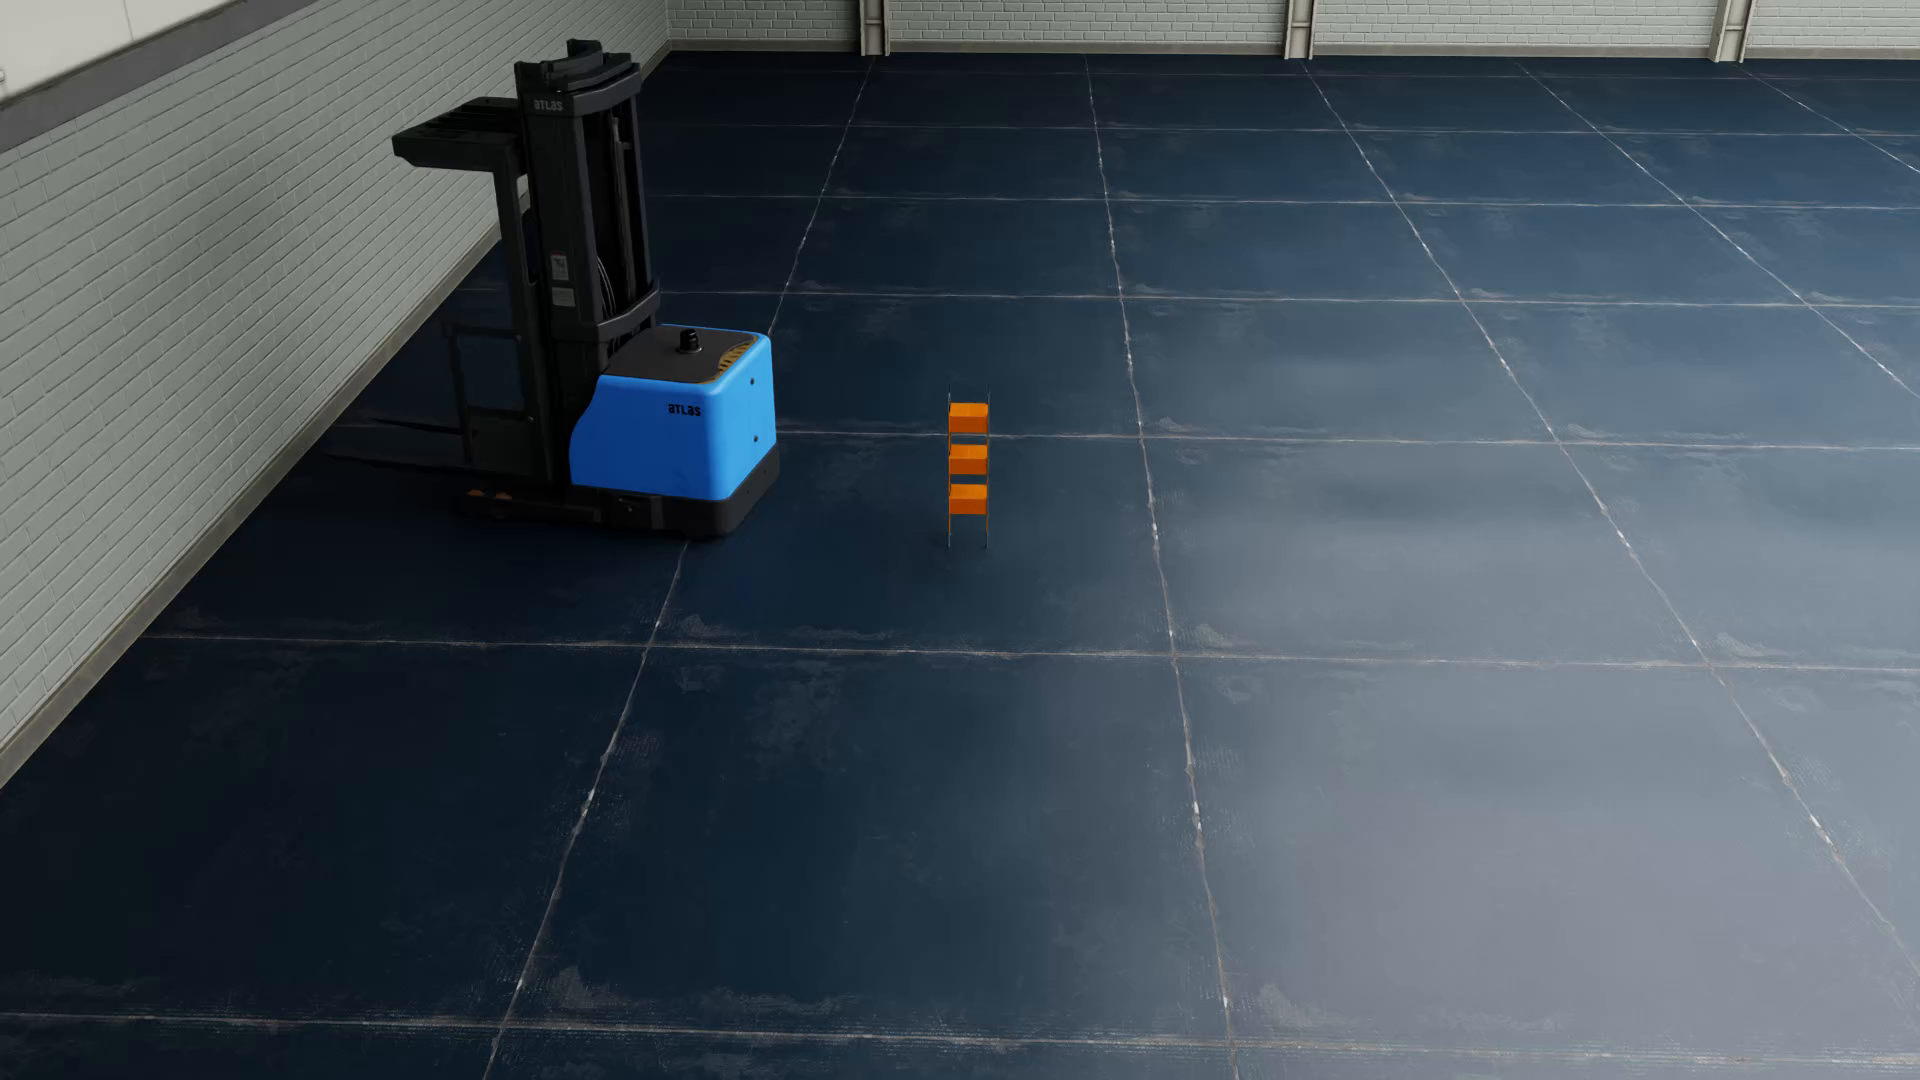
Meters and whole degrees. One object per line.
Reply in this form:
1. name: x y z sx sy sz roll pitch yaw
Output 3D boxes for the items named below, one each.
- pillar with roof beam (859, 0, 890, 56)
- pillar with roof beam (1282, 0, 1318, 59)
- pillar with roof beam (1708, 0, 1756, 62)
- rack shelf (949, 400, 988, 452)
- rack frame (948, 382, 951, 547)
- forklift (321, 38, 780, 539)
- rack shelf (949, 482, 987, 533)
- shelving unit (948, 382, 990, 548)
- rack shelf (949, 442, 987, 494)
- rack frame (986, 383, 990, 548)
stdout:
1. pillar with roof beam: -1.362 -8.928 17.909 0.400 9.000 9.100 1 28 2
2. pillar with roof beam: 4.634 -8.828 17.722 0.400 9.000 9.100 1 28 2
3. pillar with roof beam: 10.630 -8.729 17.535 0.400 9.000 9.100 1 28 2
4. rack shelf: 0.053 -0.704 10.300 0.240 0.259 0.215 1 28 2
5. rack frame: -0.068 -0.465 10.432 0.008 1.050 0.200 1 28 2
6. forklift: -2.805 -1.665 10.687 3.031 2.935 1.130 7 29 13
7. rack shelf: 0.053 -0.208 10.563 0.240 0.259 0.215 1 28 2
8. shelving unit: 0.053 -0.463 10.428 0.252 1.050 0.215 1 28 2
9. rack shelf: 0.053 -0.454 10.433 0.240 0.259 0.215 1 28 2
10. rack frame: 0.175 -0.461 10.424 0.008 1.050 0.200 1 28 2
